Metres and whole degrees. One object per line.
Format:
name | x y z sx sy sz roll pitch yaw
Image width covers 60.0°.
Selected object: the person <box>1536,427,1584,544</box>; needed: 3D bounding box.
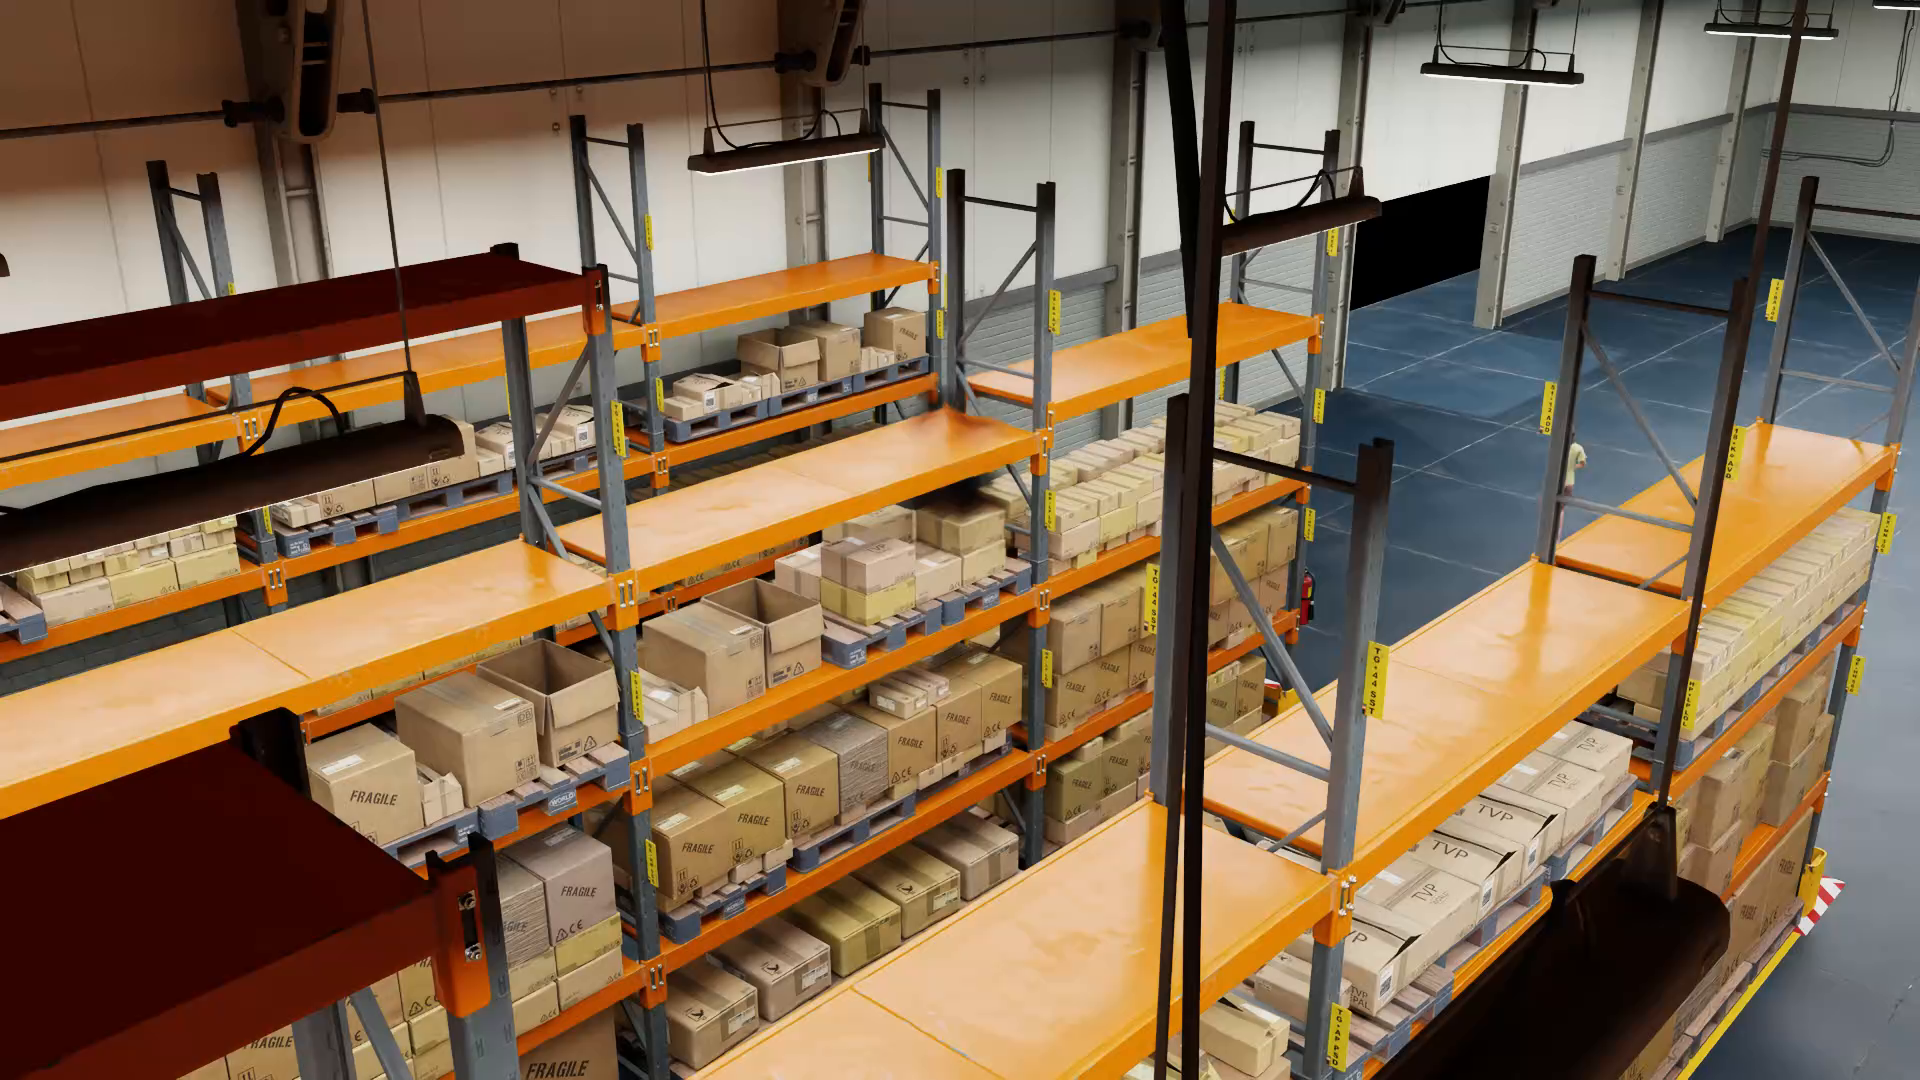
person | 7.806 -0.771 21.722 0.588 1.632 0.556 -2 21 -4
